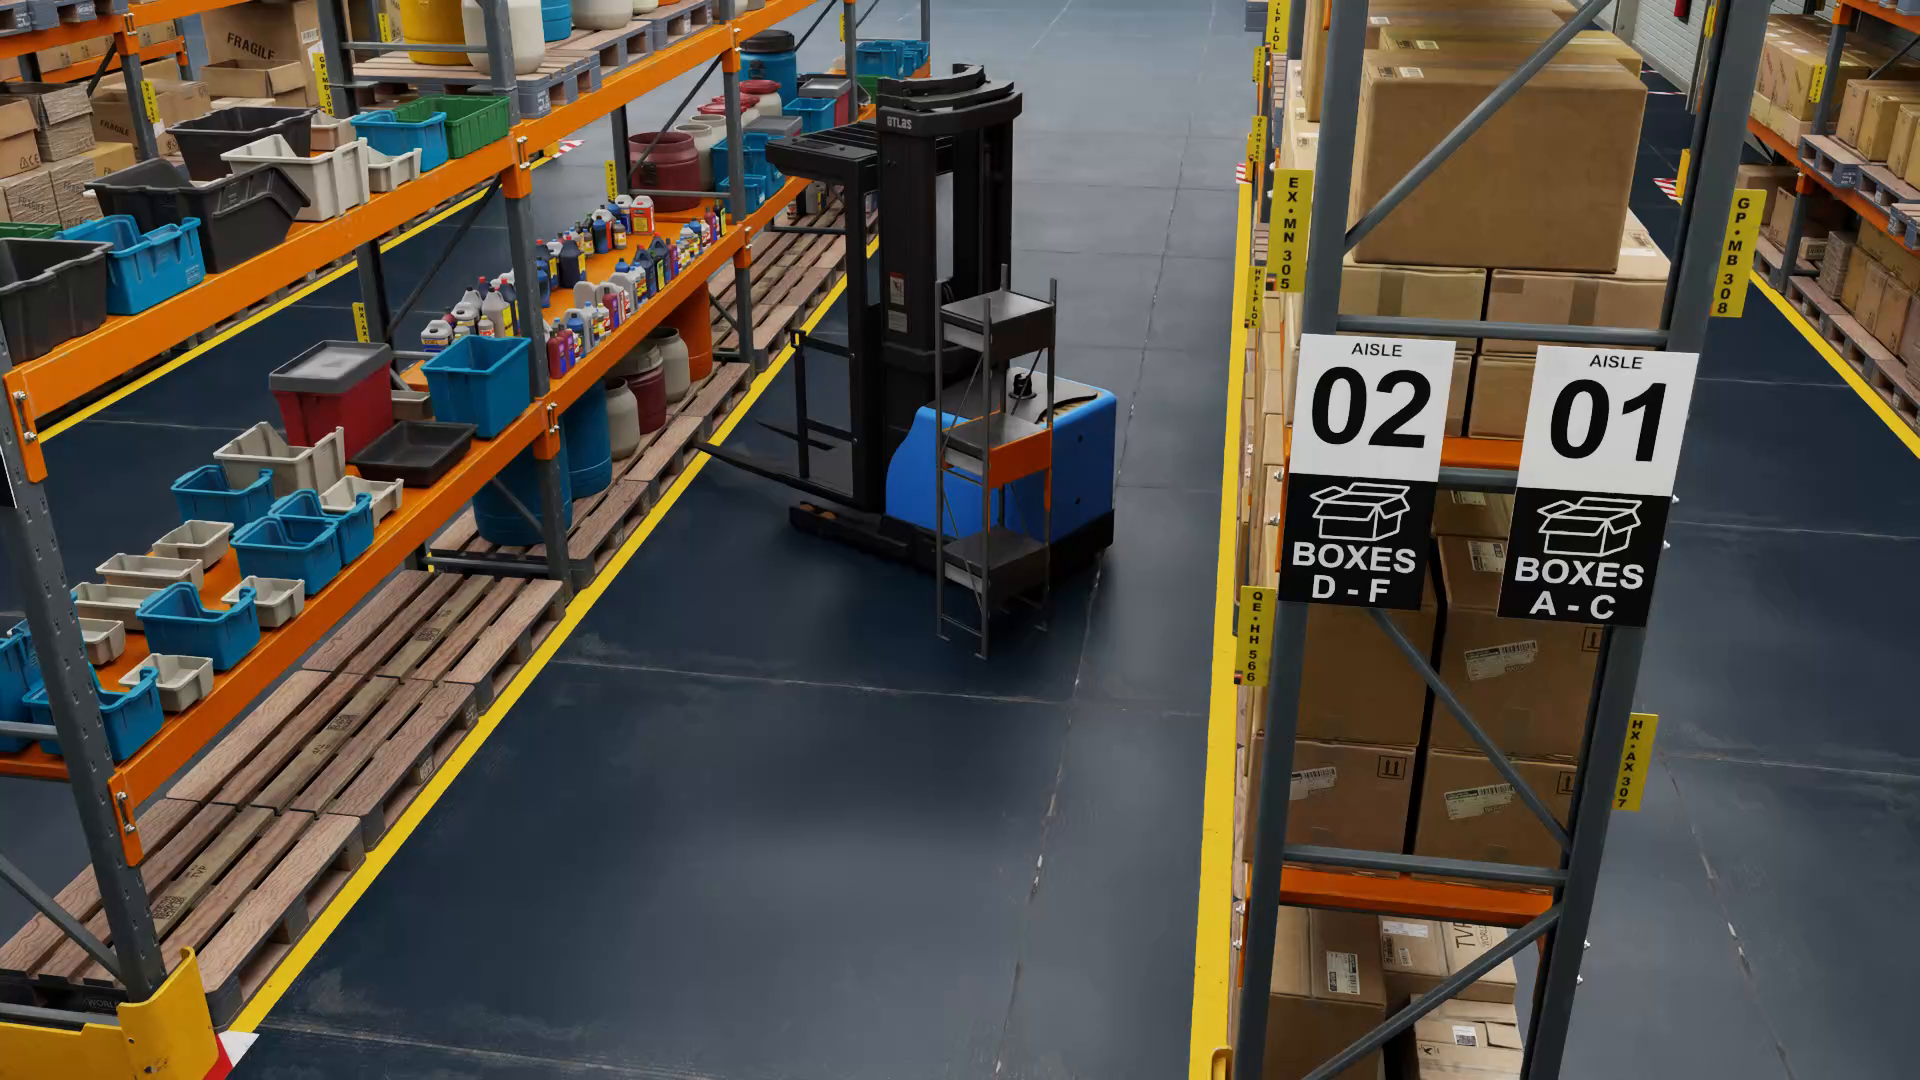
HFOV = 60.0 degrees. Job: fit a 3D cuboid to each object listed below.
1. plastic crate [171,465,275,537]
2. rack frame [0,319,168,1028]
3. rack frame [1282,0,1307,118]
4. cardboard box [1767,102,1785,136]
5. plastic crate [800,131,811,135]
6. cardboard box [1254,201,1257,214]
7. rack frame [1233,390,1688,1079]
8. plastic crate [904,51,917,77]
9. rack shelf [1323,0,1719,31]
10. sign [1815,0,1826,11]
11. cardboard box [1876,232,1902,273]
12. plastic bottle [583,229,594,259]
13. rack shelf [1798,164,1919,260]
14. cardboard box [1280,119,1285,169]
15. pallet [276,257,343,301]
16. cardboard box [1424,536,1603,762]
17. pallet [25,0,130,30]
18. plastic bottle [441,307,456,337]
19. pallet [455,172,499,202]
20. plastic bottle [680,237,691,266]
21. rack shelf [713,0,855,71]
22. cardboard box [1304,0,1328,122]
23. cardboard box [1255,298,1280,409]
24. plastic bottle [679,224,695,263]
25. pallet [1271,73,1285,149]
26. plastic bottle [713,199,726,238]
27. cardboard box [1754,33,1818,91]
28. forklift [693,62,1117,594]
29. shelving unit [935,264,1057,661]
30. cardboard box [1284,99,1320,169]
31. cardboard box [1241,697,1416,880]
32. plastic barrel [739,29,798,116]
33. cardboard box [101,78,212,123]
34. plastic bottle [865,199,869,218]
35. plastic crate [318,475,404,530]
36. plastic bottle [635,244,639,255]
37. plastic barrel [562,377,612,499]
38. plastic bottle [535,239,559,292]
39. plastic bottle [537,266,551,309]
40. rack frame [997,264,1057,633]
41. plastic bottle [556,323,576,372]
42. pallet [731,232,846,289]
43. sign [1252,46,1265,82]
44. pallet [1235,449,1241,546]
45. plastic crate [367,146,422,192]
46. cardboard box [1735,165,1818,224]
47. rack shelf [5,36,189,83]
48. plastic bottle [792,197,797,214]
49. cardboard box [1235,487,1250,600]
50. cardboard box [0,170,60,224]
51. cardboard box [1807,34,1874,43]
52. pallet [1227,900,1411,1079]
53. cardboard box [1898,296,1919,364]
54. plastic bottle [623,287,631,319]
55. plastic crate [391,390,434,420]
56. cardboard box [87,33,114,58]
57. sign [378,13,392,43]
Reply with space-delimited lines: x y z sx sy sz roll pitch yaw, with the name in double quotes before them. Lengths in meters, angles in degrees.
"plastic crate" -3.397 -0.174 7.711 0.416 0.233 0.300 4 25 9
"rack frame" -3.480 0.654 5.815 1.000 3.000 0.127 4 25 9
"rack frame" 2.060 -3.392 7.381 1.000 3.000 0.127 4 25 9
"cardboard box" 8.123 -4.047 16.011 0.500 0.250 0.500 4 25 9
"plastic crate" -1.525 -3.521 14.984 0.450 0.188 0.662 4 25 9
"cardboard box" 3.054 -3.064 15.843 0.500 0.311 0.500 4 25 9
"rack frame" 1.406 0.998 5.079 1.000 3.000 0.127 4 25 9
"plastic crate" -0.763 -5.469 19.072 0.499 0.251 0.408 4 25 9
"rack shelf" 1.733 -2.228 5.747 1.077 0.370 4.000 4 25 9
"sign" 9.453 -5.972 18.233 0.100 0.325 0.005 4 25 9
"cardboard box" 8.001 -2.374 13.829 0.500 0.250 0.500 3 25 7
"plastic bottle" -2.706 -2.148 12.034 0.097 0.201 0.097 0 25 0
"rack shelf" 7.928 -2.516 13.436 1.077 0.370 4.000 4 25 9
"cardboard box" 1.736 -1.779 7.651 0.500 0.250 0.500 4 25 9
"pallet" -6.728 -2.608 16.073 1.003 0.211 1.213 4 25 9
"cardboard box" 1.739 0.333 5.203 0.500 0.500 0.500 5 26 10
"pallet" -7.112 -4.035 12.517 1.213 0.211 1.003 5 26 11
"plastic bottle" -3.088 -1.254 10.027 0.061 0.283 0.133 4 25 9
"pallet" -6.133 -4.240 19.560 1.003 0.211 1.213 4 25 9
"plastic bottle" -1.972 -2.056 11.839 0.097 0.201 0.097 0 25 0
"rack shelf" -1.846 -4.561 14.267 1.077 0.370 4.000 4 25 9
"cardboard box" 1.721 -1.916 6.470 0.700 0.500 0.500 4 25 9
"cardboard box" 1.621 -0.779 7.579 0.500 0.500 0.500 3 25 7
"plastic bottle" -1.956 -2.129 11.912 0.097 0.271 0.097 0 25 0
"pallet" 2.236 -2.216 8.629 1.213 0.211 1.003 4 25 9
"plastic bottle" -1.818 -2.441 12.563 0.061 0.283 0.133 4 25 9
"cardboard box" 8.280 -4.815 16.768 0.500 0.500 0.500 5 26 10
"forklift" -0.488 -1.497 10.490 3.031 2.935 1.130 19 31 35
"shelving unit" 0.188 -0.408 9.144 0.503 2.100 0.431 -22 33 -39
"cardboard box" 1.562 -1.588 6.653 0.500 0.250 0.500 4 25 9
"cardboard box" 1.211 0.747 5.498 0.500 0.500 0.500 5 26 10
"plastic barrel" -1.881 -4.452 16.131 0.600 0.901 0.708 4 25 9
"cardboard box" -7.018 -3.740 14.588 0.700 0.500 0.500 8 26 16
"plastic bottle" -1.001 -3.485 17.439 0.097 0.201 0.097 0 25 0
"plastic crate" -2.814 -0.178 7.832 0.293 0.136 0.466 4 25 9
"plastic bottle" -2.177 -1.895 11.398 0.061 0.283 0.133 4 25 9
"plastic barrel" -2.605 -0.782 10.861 0.600 0.901 0.708 4 25 9
"plastic bottle" -2.819 -1.865 11.254 0.144 0.351 0.185 4 25 9
"plastic bottle" -2.753 -1.664 10.919 0.097 0.271 0.097 0 25 0
"rack frame" 0.366 -0.479 9.296 0.015 2.100 0.400 -22 33 -39
"plastic bottle" -2.324 -1.146 9.798 0.061 0.283 0.133 4 25 9
"pallet" -1.609 -2.771 16.421 1.003 0.211 1.213 4 25 9
"sign" 2.820 -4.486 15.681 0.100 0.325 0.005 4 25 9
"pallet" 2.353 -0.266 11.070 1.003 0.211 1.213 4 25 9
"plastic crate" -2.659 -1.700 7.617 0.293 0.136 0.466 4 25 9
"cardboard box" 8.445 -3.594 17.319 0.700 0.500 0.500 2 25 5
"rack shelf" -10.955 -5.605 20.035 1.077 0.370 4.000 4 25 9
"plastic bottle" -1.766 -3.558 17.499 0.061 0.283 0.133 5 26 11
"cardboard box" 1.858 0.032 9.573 0.500 0.500 0.500 4 25 8
"cardboard box" -7.064 -2.432 12.289 0.500 0.500 0.500 3 25 7
"cardboard box" 8.787 -4.784 16.700 0.500 0.500 0.500 4 25 9
"pallet" 1.548 1.896 6.450 1.003 0.211 1.213 4 25 9
"cardboard box" 7.866 -1.585 13.028 0.700 0.500 0.500 4 25 8
"plastic bottle" -2.177 -1.530 10.715 0.097 0.201 0.097 0 25 0
"plastic crate" -3.043 -0.742 9.038 0.396 0.136 0.243 4 25 9
"cardboard box" -10.928 -6.220 20.323 0.875 0.550 0.550 4 25 9
"sign" -5.857 -5.196 16.946 0.100 0.325 0.005 4 25 9
